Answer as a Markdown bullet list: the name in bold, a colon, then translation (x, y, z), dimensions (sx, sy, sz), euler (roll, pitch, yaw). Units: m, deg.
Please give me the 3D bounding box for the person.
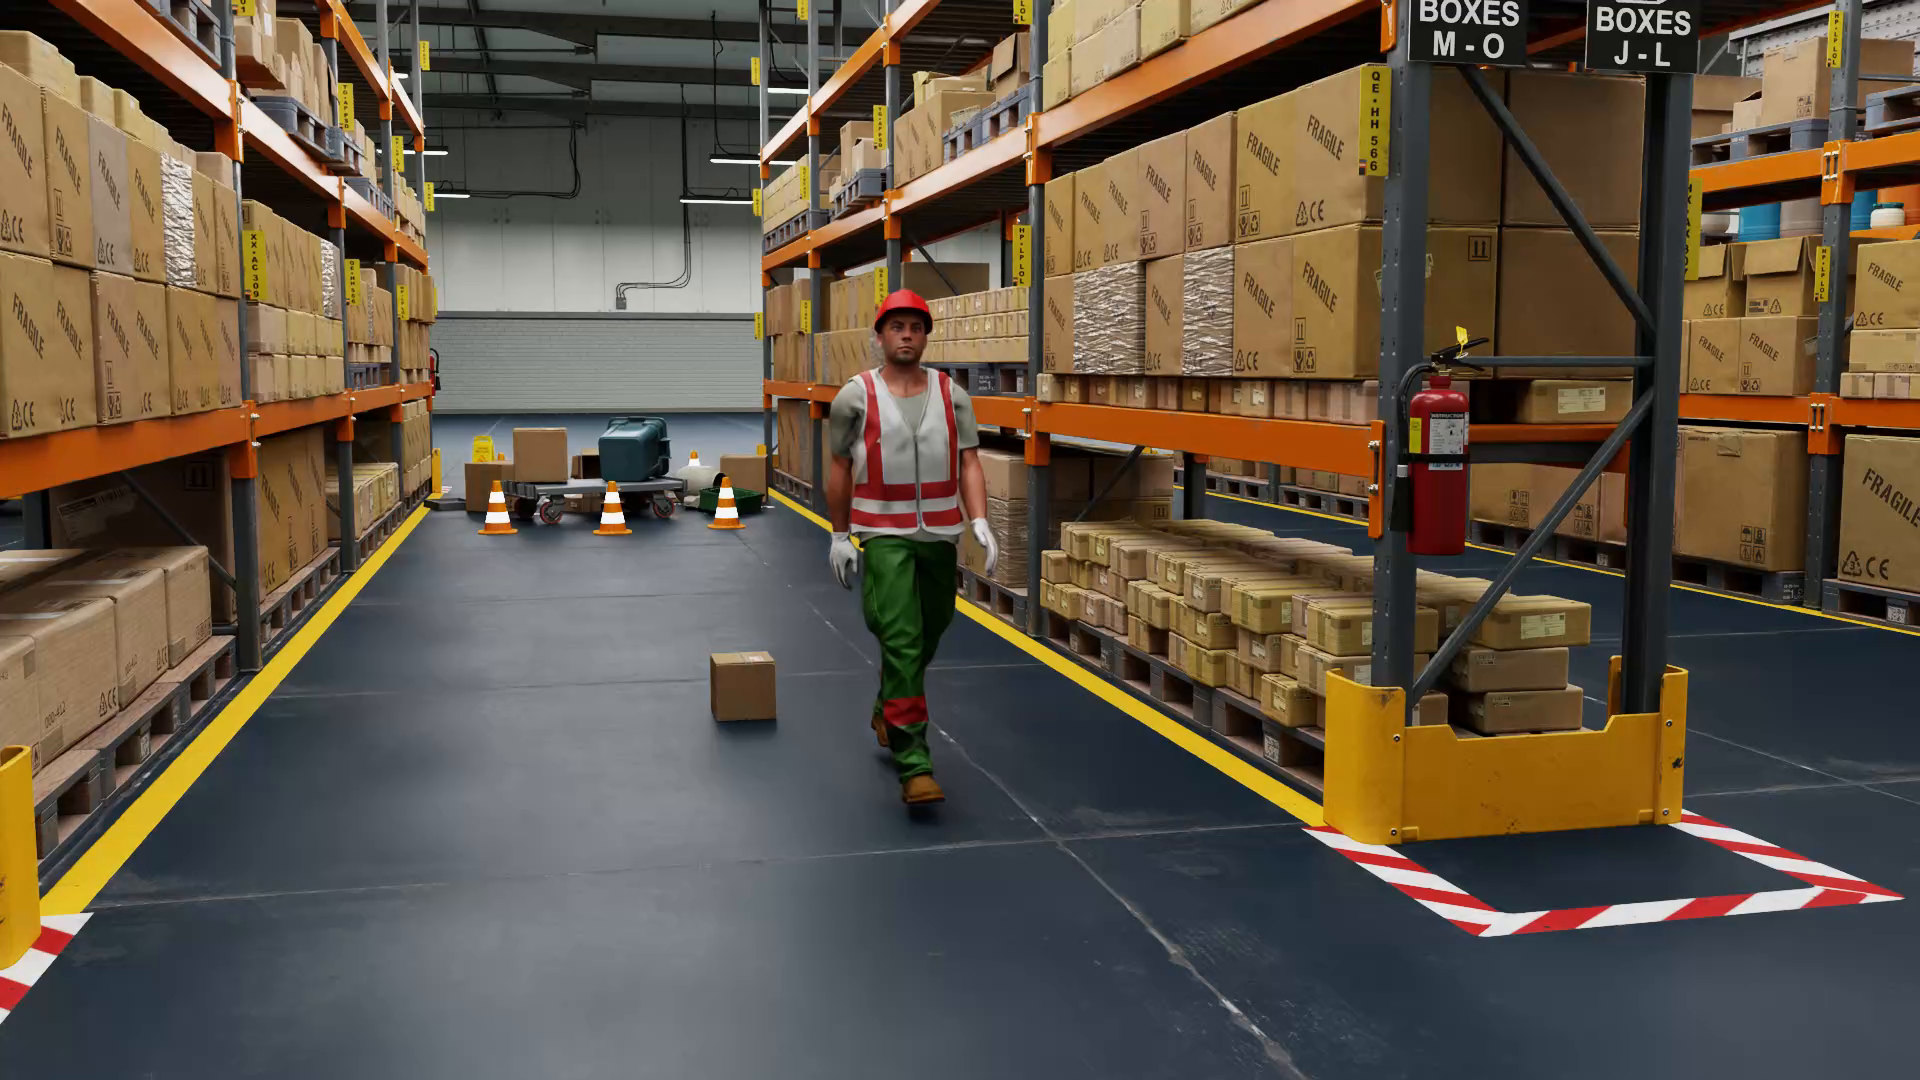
- **person**: translation (-0.170, -0.004, 5.858), dimensions (0.529, 1.747, 1.056), euler (-2, 6, -22)
